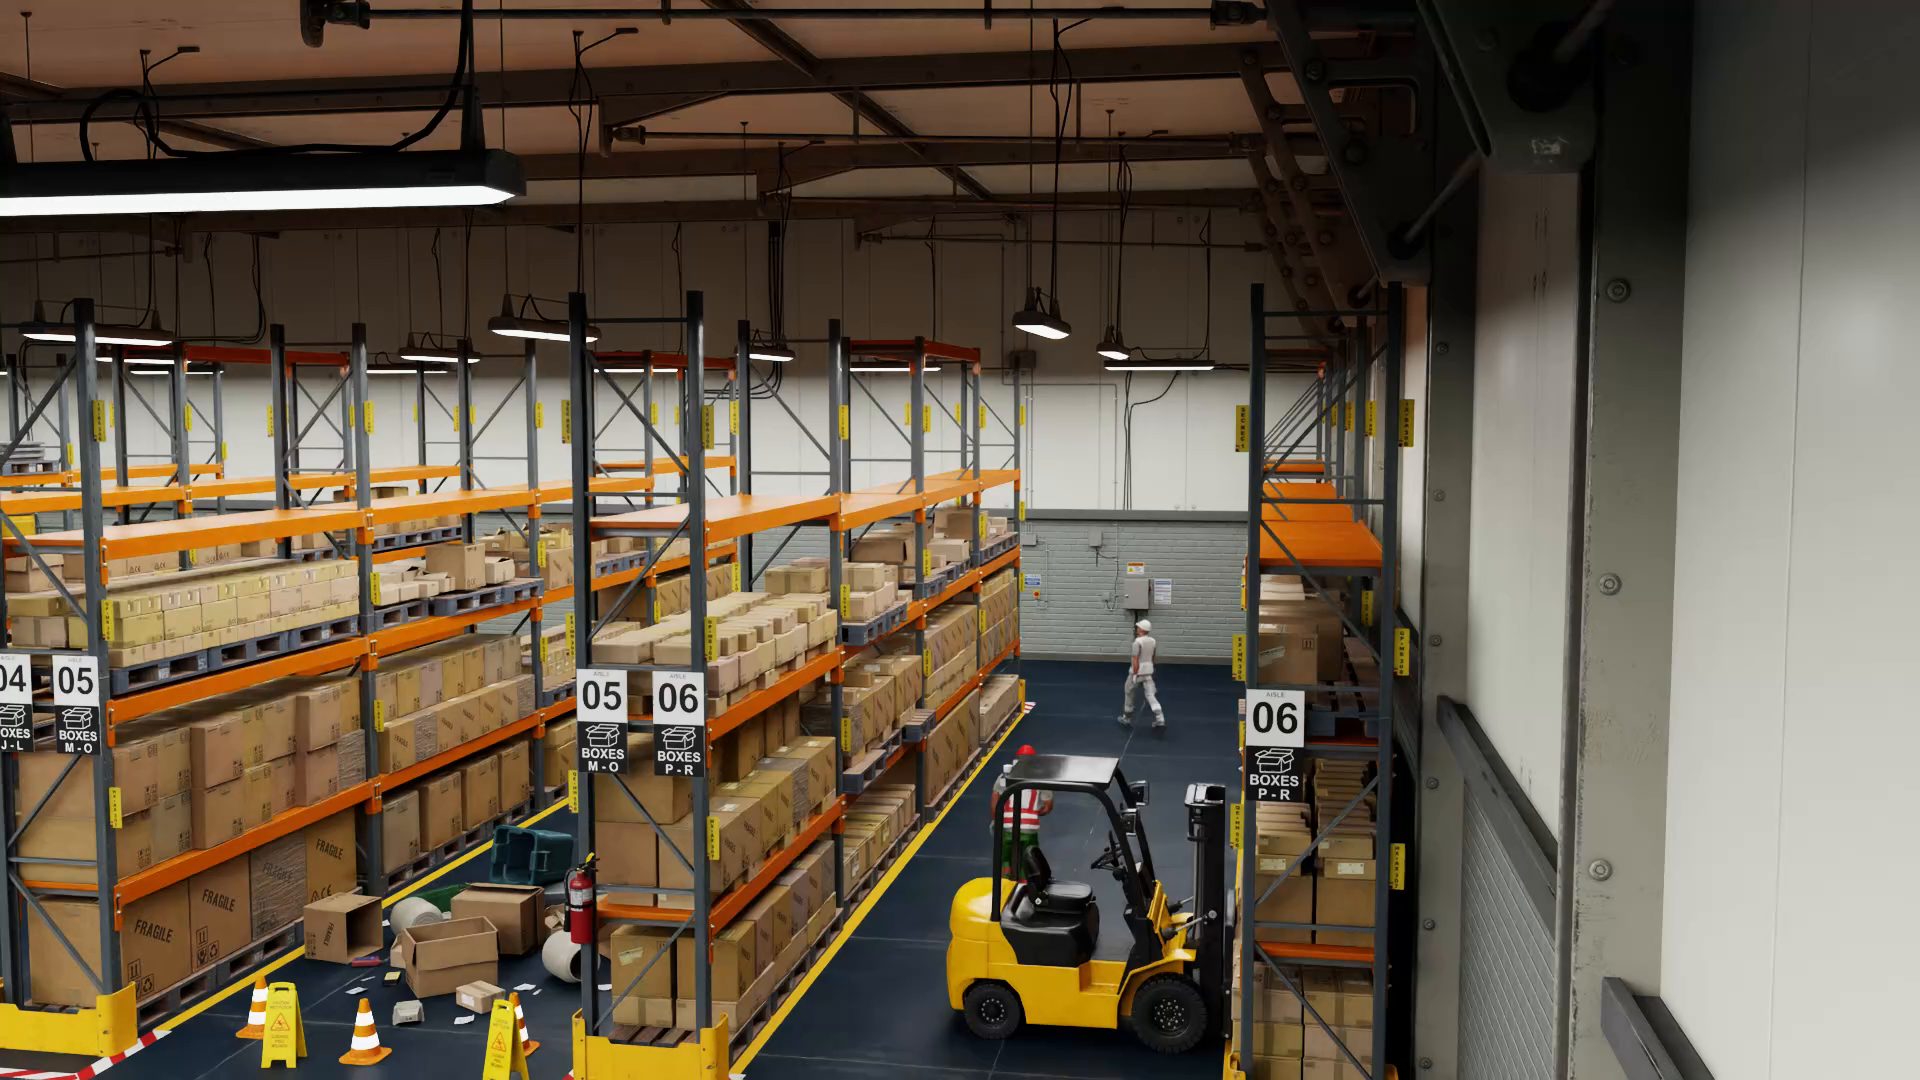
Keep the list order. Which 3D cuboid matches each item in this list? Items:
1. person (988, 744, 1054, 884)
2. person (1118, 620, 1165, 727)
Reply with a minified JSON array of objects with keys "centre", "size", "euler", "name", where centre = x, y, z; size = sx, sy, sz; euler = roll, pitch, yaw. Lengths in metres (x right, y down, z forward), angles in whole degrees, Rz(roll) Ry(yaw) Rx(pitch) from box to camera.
[{"centre":[0.622,2.959,17.115],"size":[0.669,1.678,0.779],"euler":[1,5,11],"name":"person"},{"centre":[2.914,2.148,26.616],"size":[0.504,1.754,1.032],"euler":[-2,5,-24],"name":"person"}]
